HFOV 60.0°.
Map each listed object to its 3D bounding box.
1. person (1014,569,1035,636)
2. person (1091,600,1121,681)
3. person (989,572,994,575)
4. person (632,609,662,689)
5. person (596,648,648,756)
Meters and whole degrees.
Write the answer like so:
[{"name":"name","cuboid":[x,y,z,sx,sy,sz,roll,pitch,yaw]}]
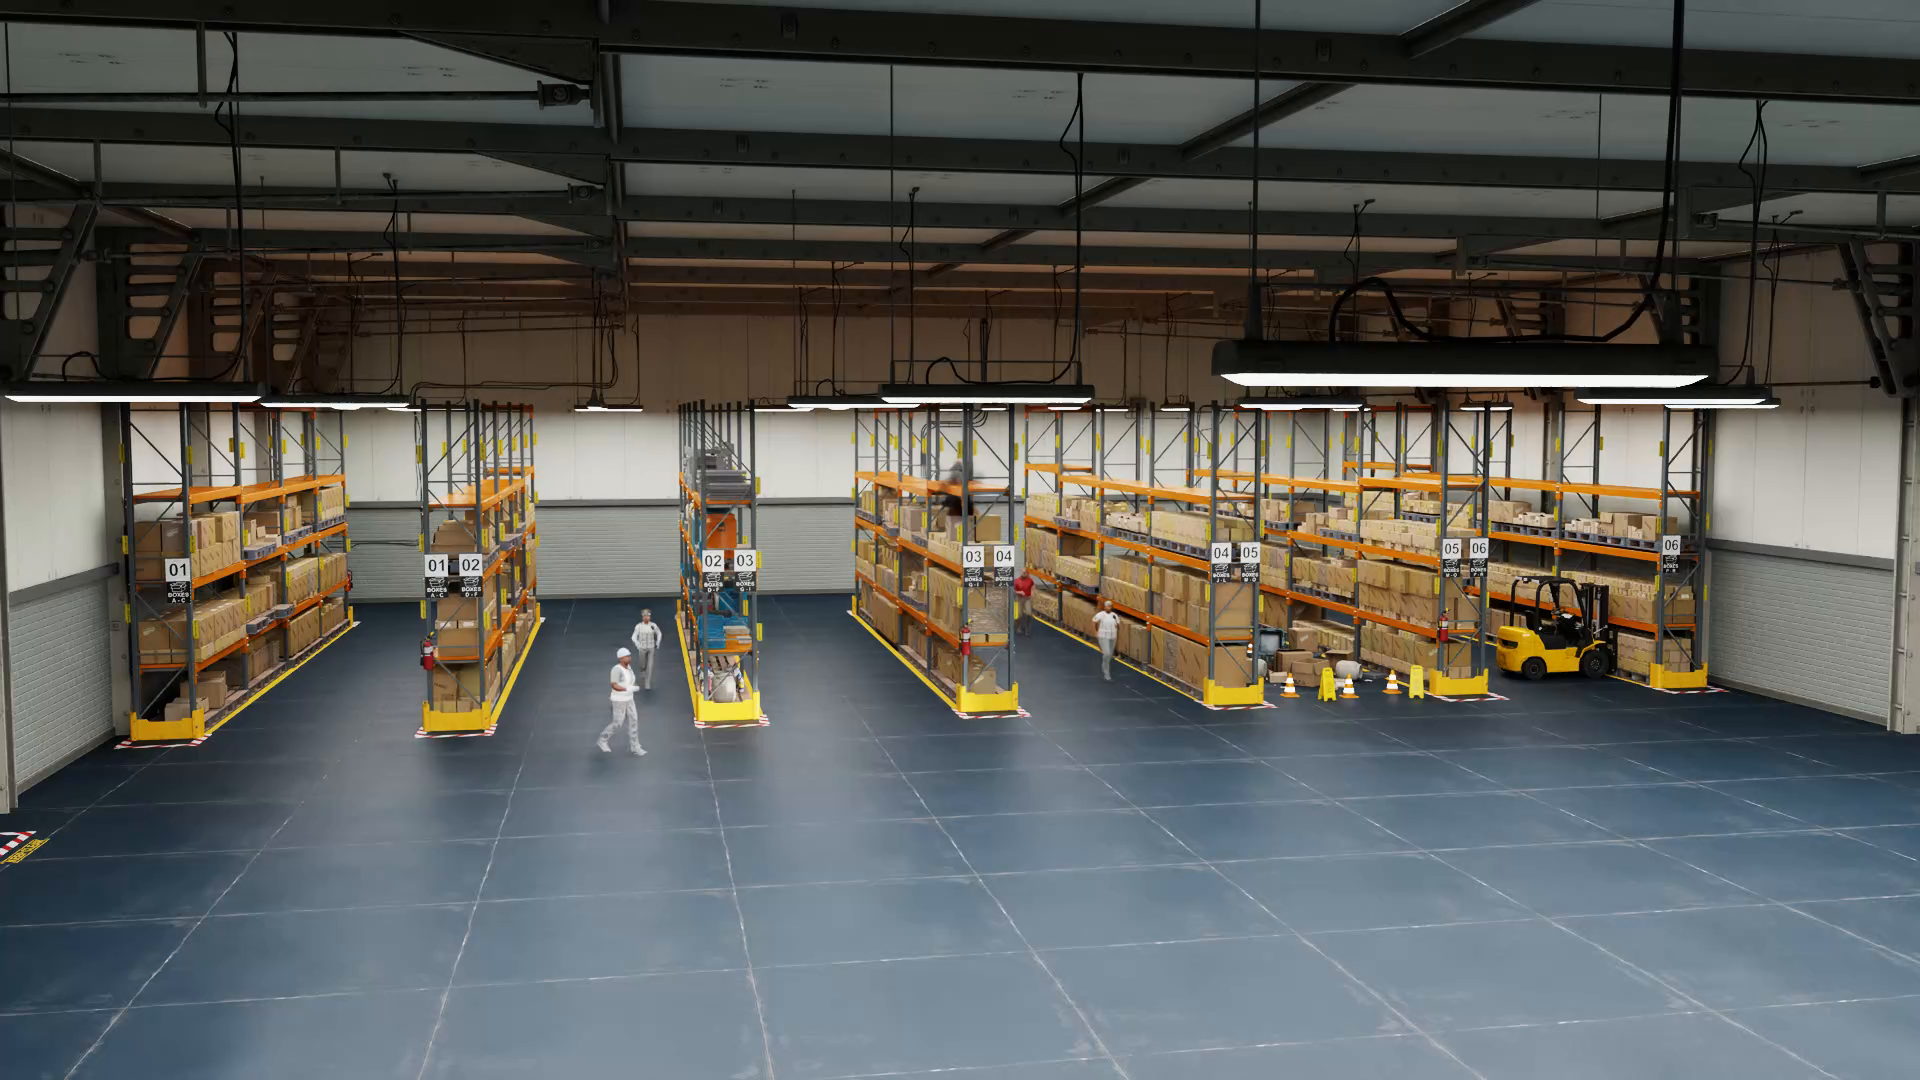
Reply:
[{"name":"person","cuboid":[1.657,1.630,43.126,0.681,1.788,0.749,-1,4,-11]},{"name":"person","cuboid":[3.196,2.170,36.110,0.580,1.727,0.754,-2,5,-23]},{"name":"person","cuboid":[1.005,1.344,46.341,0.651,1.841,0.764,-1,4,-9]},{"name":"person","cuboid":[-6.549,2.271,34.871,0.632,1.651,0.778,-1,4,-13]},{"name":"person","cuboid":[-5.685,2.716,27.950,0.869,1.815,0.705,1,4,14]}]
